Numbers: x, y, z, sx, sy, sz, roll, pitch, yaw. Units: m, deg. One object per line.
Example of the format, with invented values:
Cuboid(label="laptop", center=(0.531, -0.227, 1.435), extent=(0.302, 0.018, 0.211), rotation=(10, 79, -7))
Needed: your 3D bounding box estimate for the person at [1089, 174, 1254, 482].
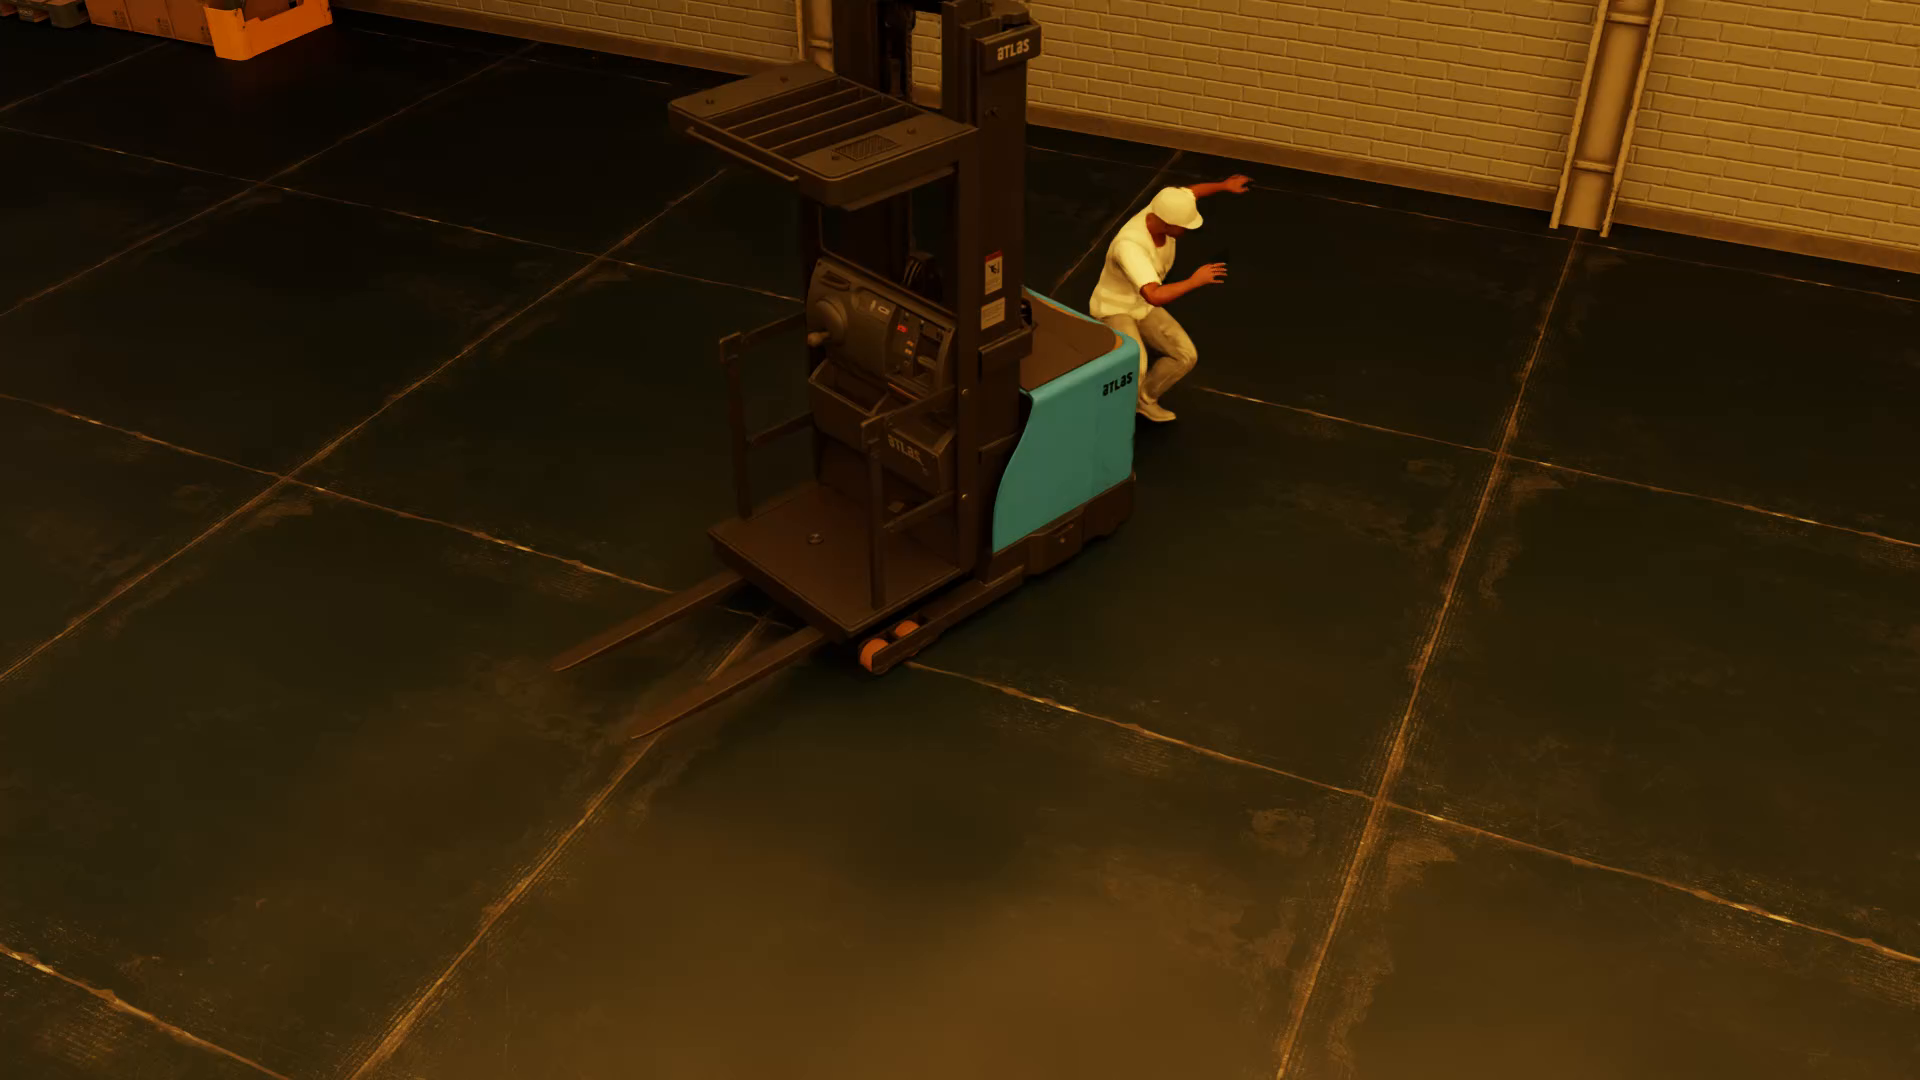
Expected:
Cuboid(label="person", center=(1.181, -1.315, 9.205), extent=(0.792, 1.456, 1.536), rotation=(23, 42, 29))

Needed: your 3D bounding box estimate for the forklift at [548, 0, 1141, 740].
Cuboid(label="forklift", center=(-0.517, -0.911, 7.363), extent=(3.031, 2.935, 1.130), rotation=(-29, 44, -34))
